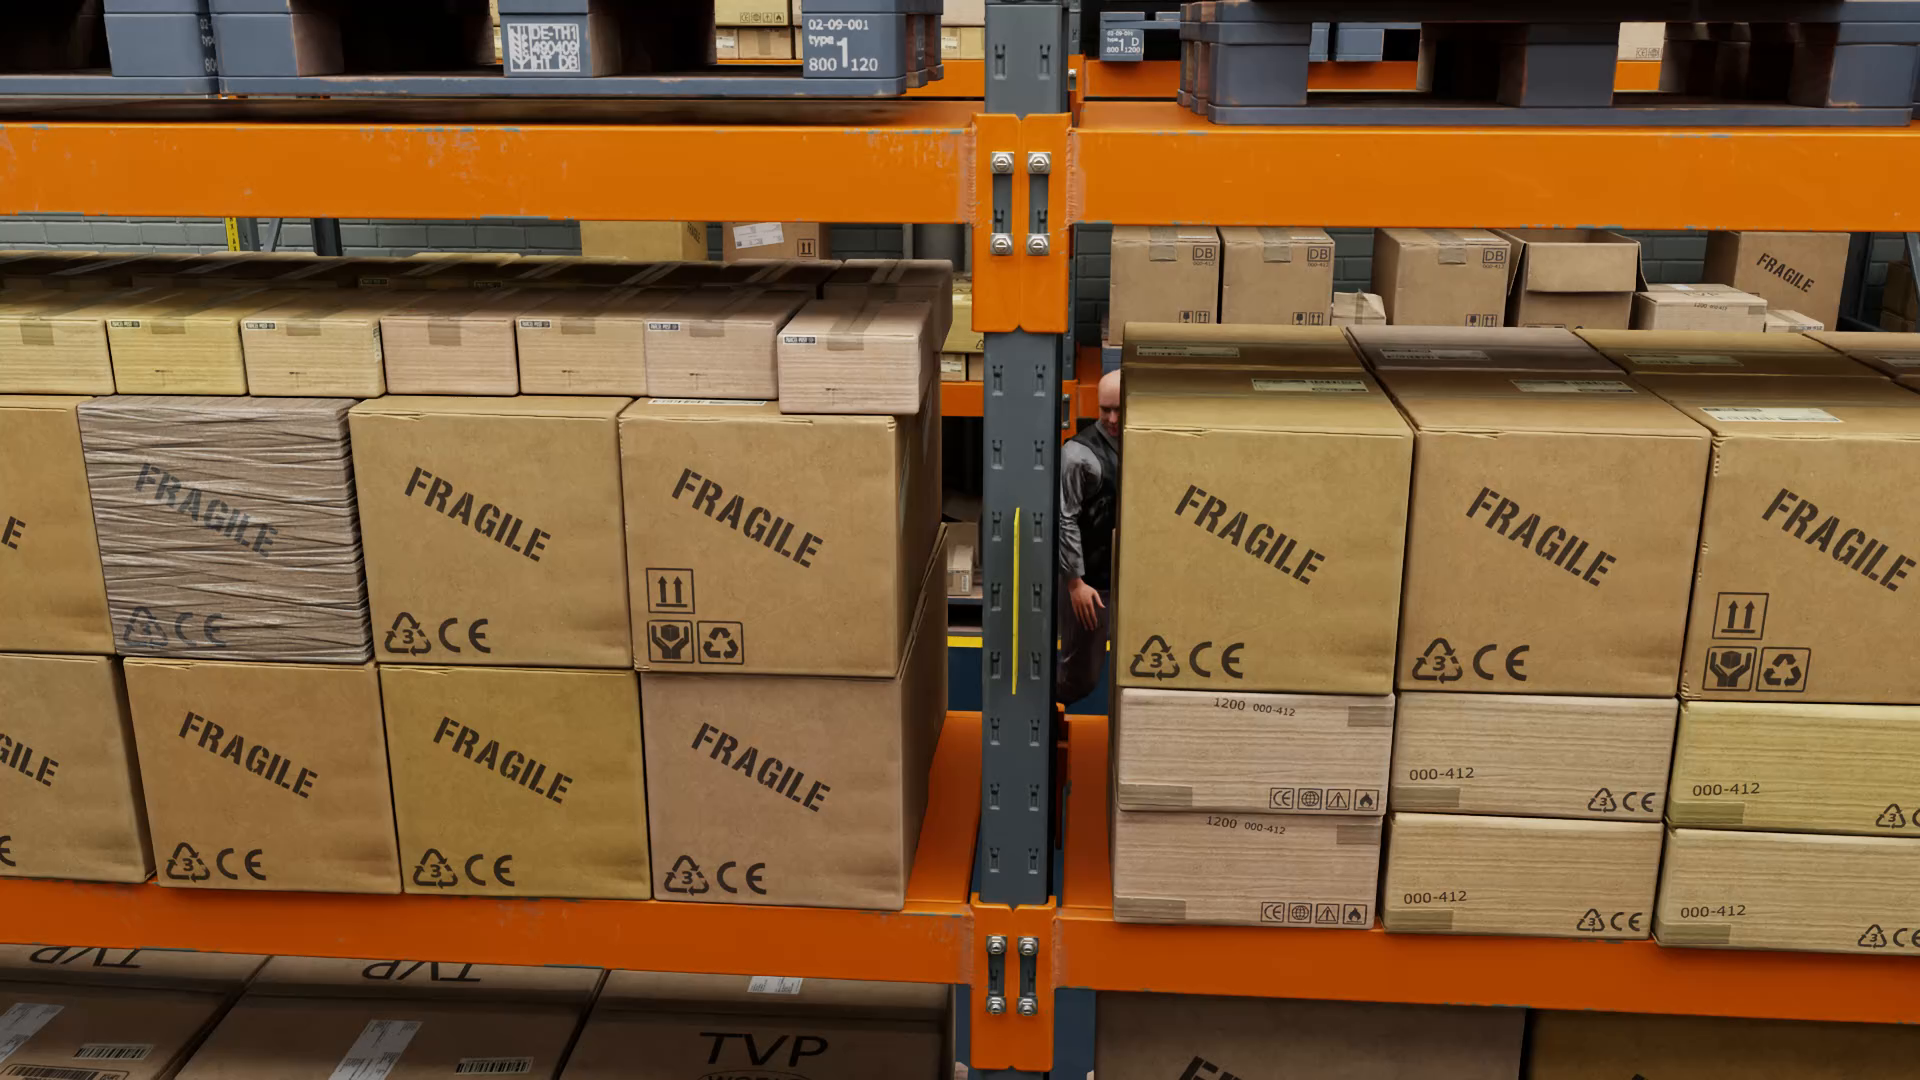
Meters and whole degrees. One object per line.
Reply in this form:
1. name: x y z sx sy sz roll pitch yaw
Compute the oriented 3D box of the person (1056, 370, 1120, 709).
1. person: 0.614 0.167 6.558 0.561 1.698 0.846 -14 22 -37
